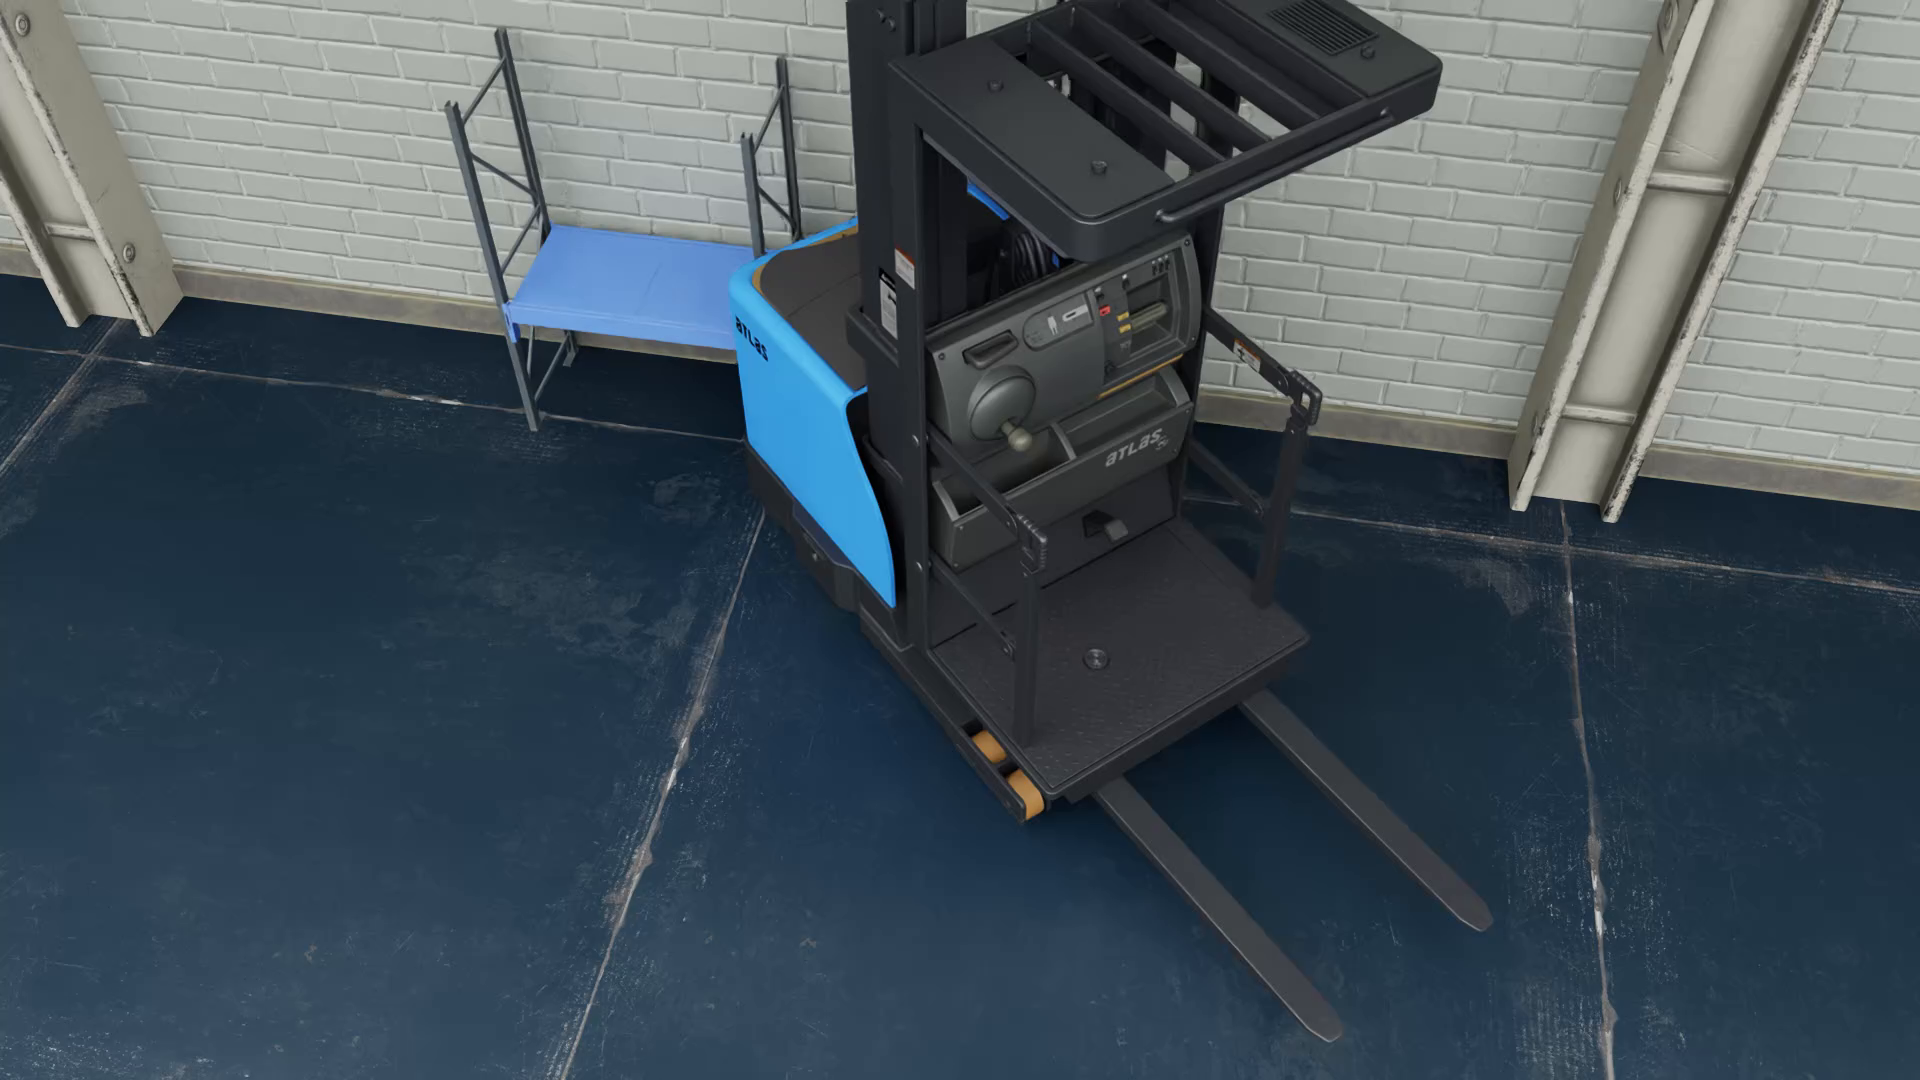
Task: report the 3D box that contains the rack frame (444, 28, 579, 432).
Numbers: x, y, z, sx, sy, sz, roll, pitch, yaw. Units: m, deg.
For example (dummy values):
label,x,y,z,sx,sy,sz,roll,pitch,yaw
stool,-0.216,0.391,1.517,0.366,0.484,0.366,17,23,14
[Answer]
label,x,y,z,sx,sy,sz,roll,pitch,yaw
rack frame,-1.657,-1.118,6.246,0.032,1.500,0.500,8,49,7

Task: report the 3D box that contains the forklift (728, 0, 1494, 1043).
label,x,y,z,sx,sy,sz,roll,pitch,yaw
forklift,0.448,-0.480,4.711,1.130,2.935,3.031,-27,54,-22

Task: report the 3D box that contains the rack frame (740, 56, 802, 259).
label,x,y,z,sx,sy,sz,roll,pitch,yaw
rack frame,-0.656,-0.984,6.125,0.032,1.500,0.500,8,49,7

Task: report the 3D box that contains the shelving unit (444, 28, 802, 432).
label,x,y,z,sx,sy,sz,roll,pitch,yaw
shelving unit,-1.156,-1.051,6.186,1.048,1.500,0.538,8,49,7

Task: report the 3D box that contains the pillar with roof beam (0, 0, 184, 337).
label,x,y,z,sx,sy,sz,roll,pitch,yaw
pillar with roof beam,-4.343,-0.854,0.967,0.400,9.000,9.100,8,49,7

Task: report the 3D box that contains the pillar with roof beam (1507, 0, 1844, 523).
label,x,y,z,sx,sy,sz,roll,pitch,yaw
pillar with roof beam,1.561,-0.060,0.254,0.400,9.000,9.100,8,49,7

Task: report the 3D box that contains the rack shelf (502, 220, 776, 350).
label,x,y,z,sx,sy,sz,roll,pitch,yaw
rack shelf,-1.156,-0.931,6.320,1.000,0.185,0.538,8,49,7
